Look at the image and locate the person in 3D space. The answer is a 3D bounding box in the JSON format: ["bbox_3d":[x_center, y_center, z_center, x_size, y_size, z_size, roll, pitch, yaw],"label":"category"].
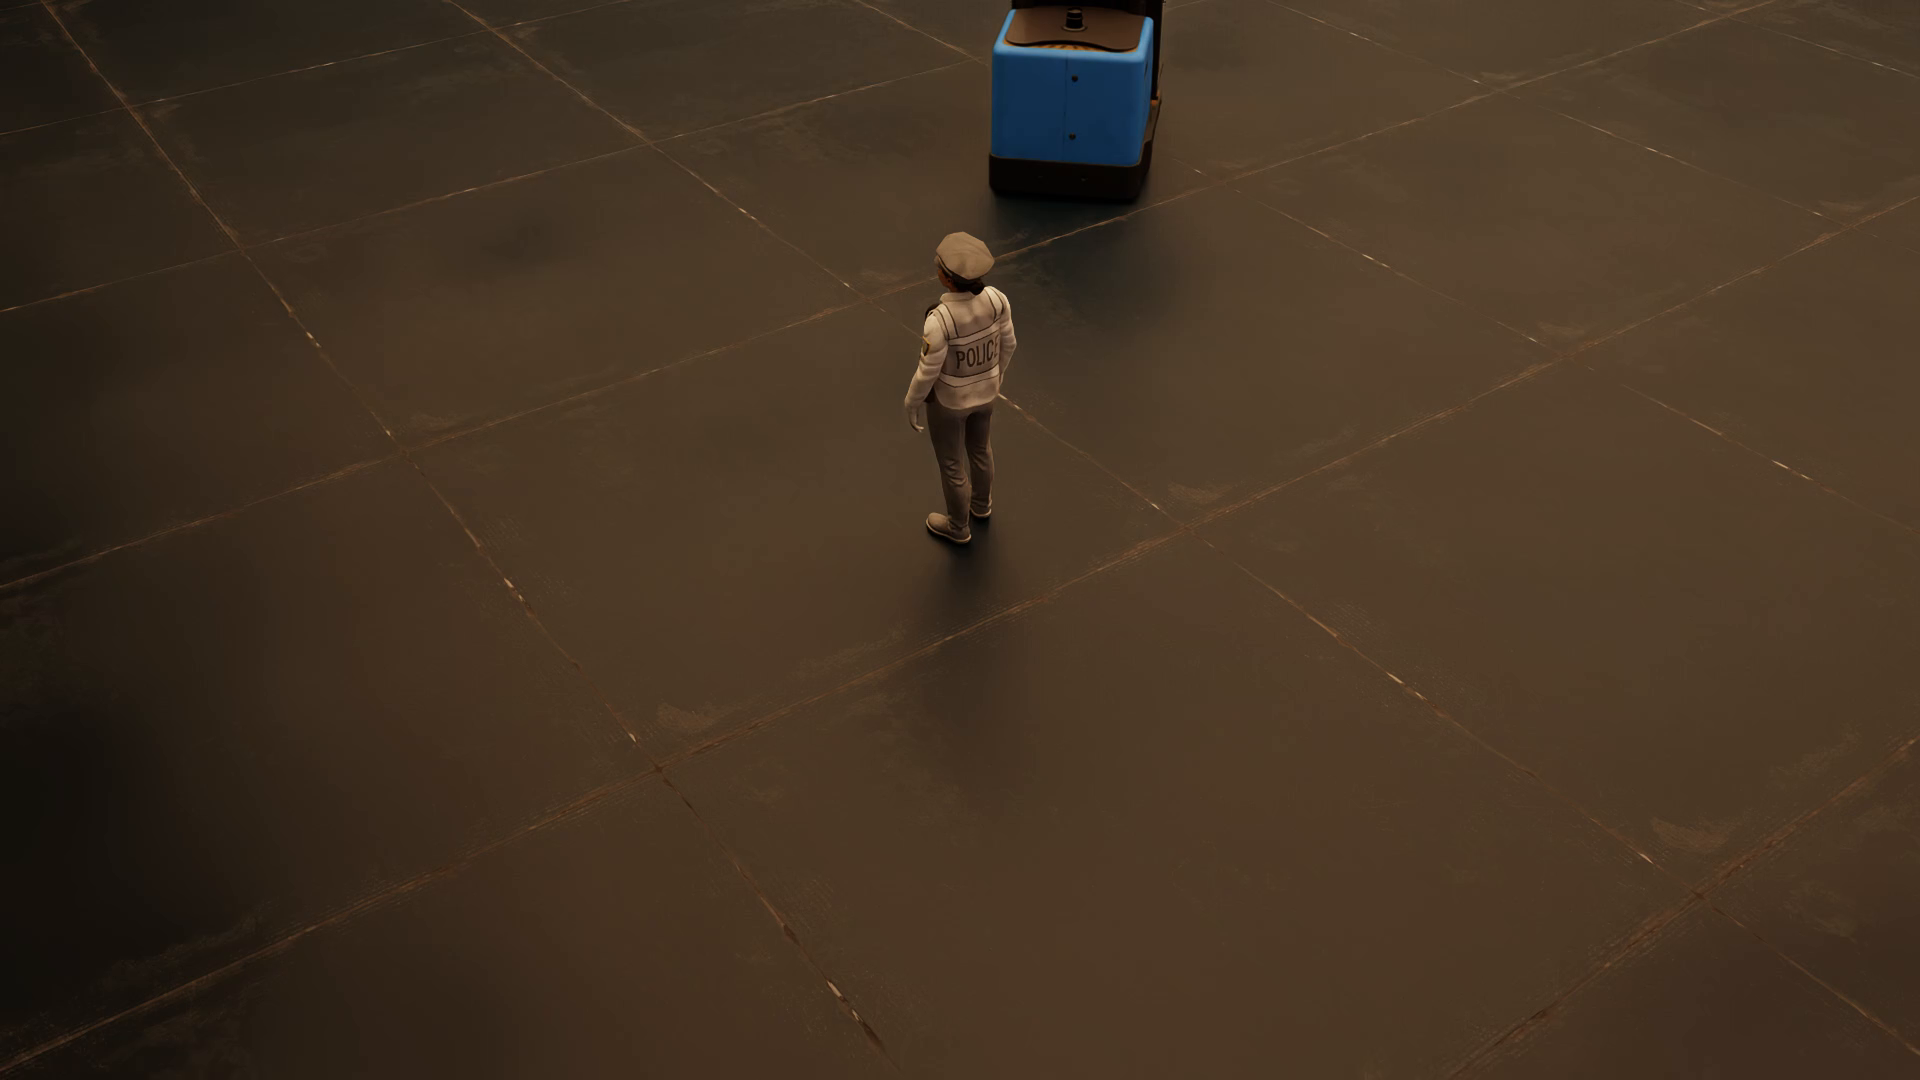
[{"bbox_3d":[-0.035,-0.722,7.950,0.587,1.695,0.531,-23,42,-28],"label":"person"}]

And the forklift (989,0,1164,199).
[{"bbox_3d":[0.961,-4.400,11.896,1.130,2.935,3.031,6,37,8],"label":"forklift"}]
